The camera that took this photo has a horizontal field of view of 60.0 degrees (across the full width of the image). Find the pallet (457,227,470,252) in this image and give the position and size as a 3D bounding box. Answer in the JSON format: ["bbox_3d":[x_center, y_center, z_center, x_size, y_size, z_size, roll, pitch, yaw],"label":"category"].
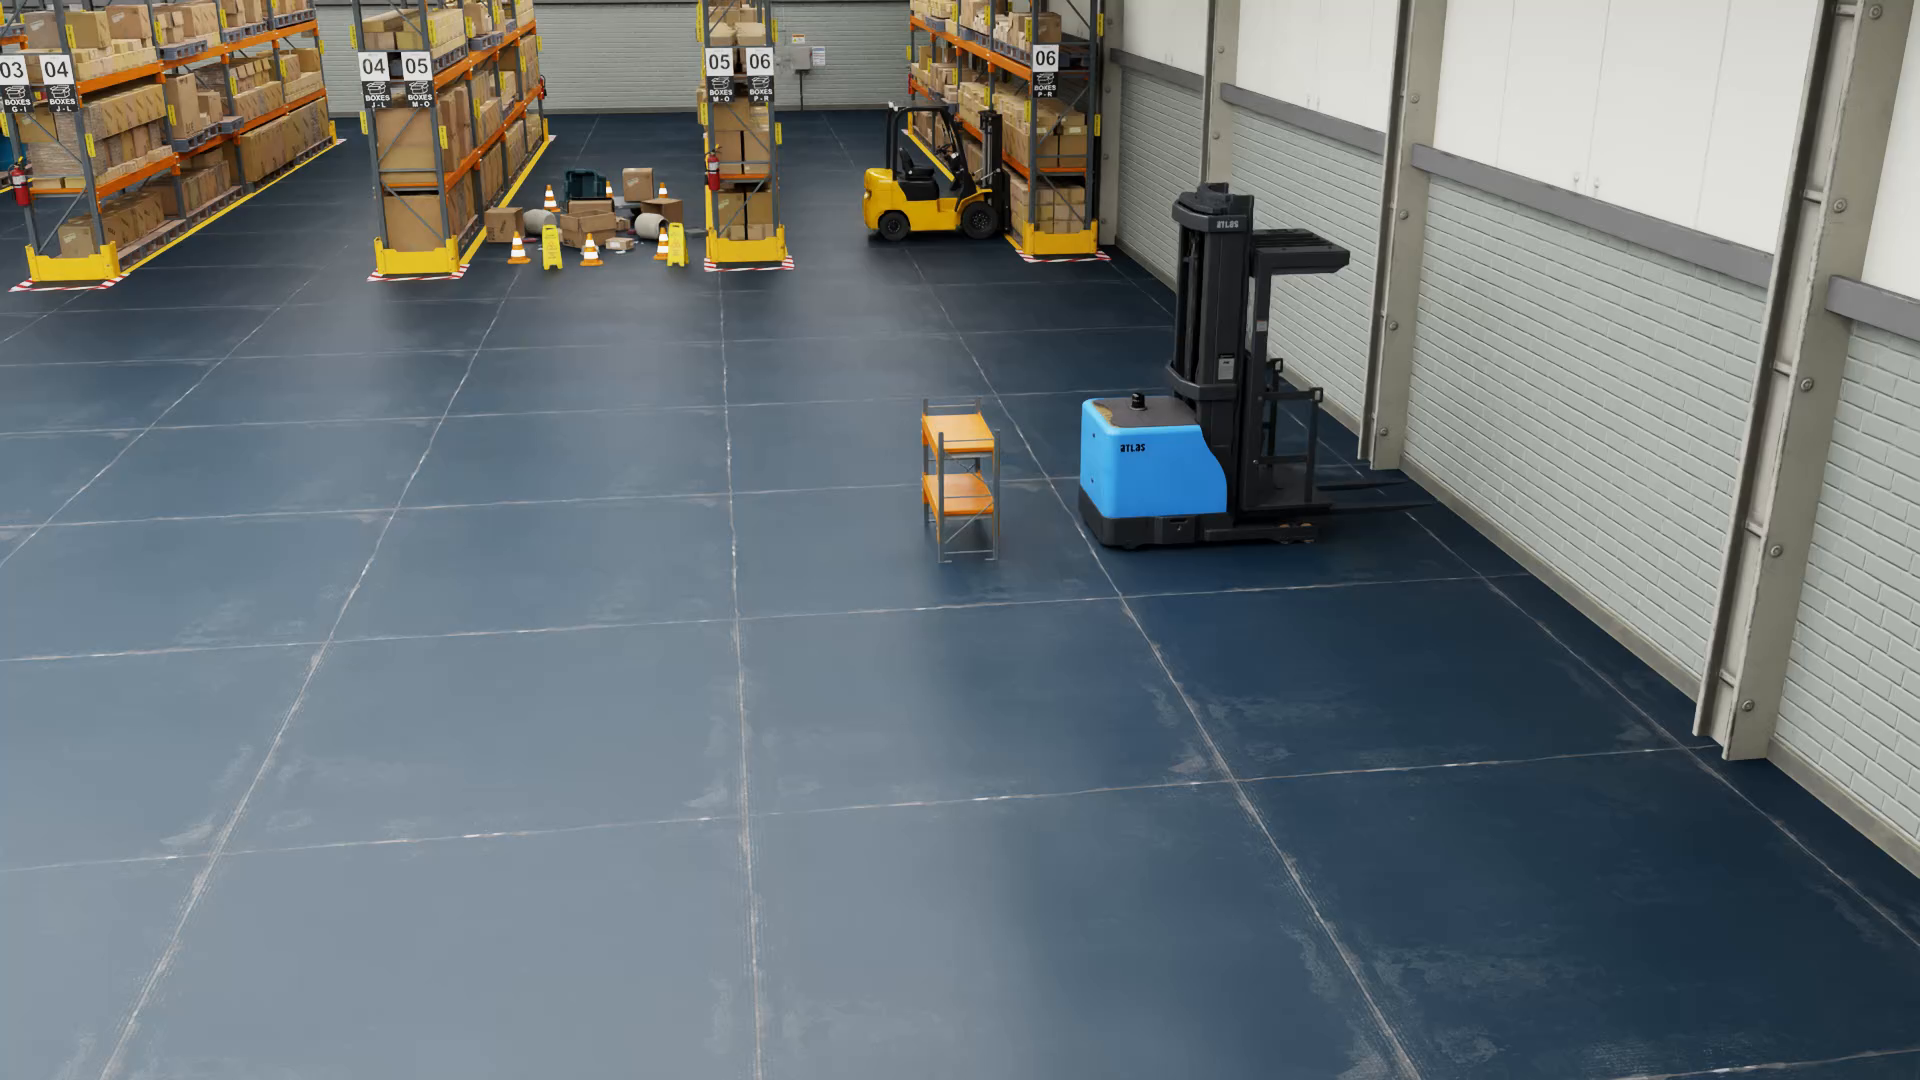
[{"bbox_3d":[-8.565,-4.880,27.054,1.003,0.211,1.213,-3,21,-8],"label":"pallet"}]

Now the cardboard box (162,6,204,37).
[{"bbox_3d":[-13.819,-9.231,29.574,0.500,0.500,0.500,-3,21,-7],"label":"cardboard box"}]

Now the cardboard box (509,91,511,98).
[{"bbox_3d":[-9.523,-9.239,34.499,0.380,0.149,0.250,-4,21,-10],"label":"cardboard box"}]

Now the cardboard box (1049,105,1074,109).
[{"bbox_3d":[1.678,-7.100,27.519,0.380,0.149,0.250,-3,21,-9],"label":"cardboard box"}]

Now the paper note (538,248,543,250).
[{"bbox_3d":[-6.740,-4.714,26.871,0.144,0.017,0.142,4,21,11],"label":"paper note"}]

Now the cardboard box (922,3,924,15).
[{"bbox_3d":[-0.600,-12.169,38.087,0.500,0.250,0.500,-2,21,-7],"label":"cardboard box"}]

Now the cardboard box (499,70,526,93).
[{"bbox_3d":[-9.752,-10.017,36.255,0.500,0.500,0.500,-3,21,-9],"label":"cardboard box"}]

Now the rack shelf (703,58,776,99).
[{"bbox_3d":[-3.604,-7.537,26.924,1.077,0.370,4.000,-3,21,-8],"label":"rack shelf"}]

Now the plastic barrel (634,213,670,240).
[{"bbox_3d":[-5.112,-5.208,27.630,0.512,0.421,0.421,12,24,30],"label":"plastic barrel"}]

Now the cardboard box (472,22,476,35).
[{"bbox_3d":[-8.836,-9.121,29.586,0.396,0.266,0.258,-3,21,-8],"label":"cardboard box"}]

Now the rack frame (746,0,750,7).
[{"bbox_3d":[-5.046,-12.742,35.544,1.000,3.000,0.127,-3,21,-8],"label":"rack frame"}]

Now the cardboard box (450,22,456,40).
[{"bbox_3d":[-8.309,-8.089,26.419,0.500,0.250,0.500,-3,21,-8],"label":"cardboard box"}]

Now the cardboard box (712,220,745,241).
[{"bbox_3d":[-3.702,-4.960,26.612,0.500,0.250,0.500,-3,21,-8],"label":"cardboard box"}]

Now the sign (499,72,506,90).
[{"bbox_3d":[-8.804,-8.833,31.999,0.100,0.325,0.005,-3,21,-8],"label":"sign"}]

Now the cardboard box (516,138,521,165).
[{"bbox_3d":[-9.430,-8.073,34.591,0.500,0.500,0.500,-3,21,-9],"label":"cardboard box"}]

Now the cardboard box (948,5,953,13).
[{"bbox_3d":[-0.049,-10.925,34.187,0.380,0.149,0.250,-3,21,-9],"label":"cardboard box"}]

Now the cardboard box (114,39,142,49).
[{"bbox_3d":[-13.296,-7.906,26.528,0.380,0.149,0.250,-4,21,-10],"label":"cardboard box"}]

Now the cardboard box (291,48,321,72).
[{"bbox_3d":[-15.099,-11.081,38.390,0.500,0.500,0.500,-3,21,-7],"label":"cardboard box"}]

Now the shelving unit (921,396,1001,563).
[{"bbox_3d":[-0.001,-0.529,14.100,0.538,1.125,1.048,-3,21,-8],"label":"shelving unit"}]

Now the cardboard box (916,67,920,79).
[{"bbox_3d":[-0.763,-11.116,39.556,0.500,0.250,0.500,-3,21,-9],"label":"cardboard box"}]

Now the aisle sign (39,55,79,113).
[{"bbox_3d":[-12.817,-6.488,23.659,0.394,0.787,0.004,-3,21,-8],"label":"aisle sign"}]

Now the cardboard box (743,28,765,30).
[{"bbox_3d":[-3.313,-8.192,26.868,0.380,0.149,0.250,-3,21,-7],"label":"cardboard box"}]

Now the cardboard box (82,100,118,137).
[{"bbox_3d":[-12.997,-6.309,24.898,0.500,0.500,0.500,-3,21,-8],"label":"cardboard box"}]

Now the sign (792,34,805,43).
[{"bbox_3d":[-4.443,-13.779,45.714,0.339,0.242,0.001,-3,21,-8],"label":"sign"}]

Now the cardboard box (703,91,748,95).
[{"bbox_3d":[-3.671,-6.772,26.139,0.700,0.500,0.500,-3,21,-7],"label":"cardboard box"}]

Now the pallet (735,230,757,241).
[{"bbox_3d":[-3.409,-4.780,26.785,1.003,0.211,1.213,-3,21,-8],"label":"pallet"}]

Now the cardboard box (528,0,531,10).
[{"bbox_3d":[-10.113,-12.277,38.087,0.500,0.250,0.500,-3,21,-9],"label":"cardboard box"}]

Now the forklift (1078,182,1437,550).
[{"bbox_3d":[2.615,-1.517,14.163,3.031,2.935,1.130,-3,21,-8],"label":"forklift"}]

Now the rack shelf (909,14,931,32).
[{"bbox_3d":[-0.423,-11.944,38.722,1.077,0.370,4.000,-3,21,-8],"label":"rack shelf"}]

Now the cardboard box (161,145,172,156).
[{"bbox_3d":[-13.377,-6.484,27.723,0.380,0.149,0.250,-3,21,-8],"label":"cardboard box"}]

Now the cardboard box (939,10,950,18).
[{"bbox_3d":[-0.238,-11.060,34.943,0.380,0.149,0.250,-2,21,-7],"label":"cardboard box"}]

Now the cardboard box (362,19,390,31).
[{"bbox_3d":[-8.619,-7.582,24.494,0.380,0.149,0.250,-3,21,-7],"label":"cardboard box"}]

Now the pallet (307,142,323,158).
[{"bbox_3d":[-15.064,-8.816,37.592,1.003,0.211,1.213,-3,21,-8],"label":"pallet"}]

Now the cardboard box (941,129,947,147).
[{"bbox_3d":[-0.133,-8.673,36.197,0.500,0.500,0.500,-4,21,-9],"label":"cardboard box"}]

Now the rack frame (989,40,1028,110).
[{"bbox_3d":[1.019,-7.413,29.851,1.000,3.000,0.127,-3,21,-8],"label":"rack frame"}]

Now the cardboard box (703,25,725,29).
[{"bbox_3d":[-4.063,-8.424,27.491,0.380,0.149,0.250,-3,21,-8],"label":"cardboard box"}]

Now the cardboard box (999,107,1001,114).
[{"bbox_3d":[0.870,-7.373,28.673,0.380,0.149,0.250,-2,21,-7],"label":"cardboard box"}]

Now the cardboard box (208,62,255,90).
[{"bbox_3d":[-14.560,-9.275,33.259,0.797,0.503,0.637,-2,21,-6],"label":"cardboard box"}]

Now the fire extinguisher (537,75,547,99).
[{"bbox_3d":[-10.086,-10.931,39.914,0.296,0.674,0.183,-3,21,-8],"label":"fire extinguisher"}]

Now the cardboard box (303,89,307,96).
[{"bbox_3d":[-14.792,-9.973,37.063,0.380,0.149,0.250,-4,21,-9],"label":"cardboard box"}]

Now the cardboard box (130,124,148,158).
[{"bbox_3d":[-13.486,-6.346,26.426,0.875,0.500,0.500,-3,21,-8],"label":"cardboard box"}]

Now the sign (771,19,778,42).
[{"bbox_3d":[-2.779,-7.619,24.865,0.100,0.325,0.005,-3,21,-8],"label":"sign"}]

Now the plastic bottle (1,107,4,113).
[{"bbox_3d":[-19.188,-8.582,33.265,0.097,0.201,0.097,0,20,0],"label":"plastic bottle"}]

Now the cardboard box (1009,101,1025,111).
[{"bbox_3d":[1.035,-7.336,28.149,0.380,0.149,0.250,-3,21,-8],"label":"cardboard box"}]

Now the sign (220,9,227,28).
[{"bbox_3d":[-13.739,-9.721,31.003,0.100,0.325,0.005,-3,21,-8],"label":"sign"}]

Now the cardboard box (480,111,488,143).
[{"bbox_3d":[-8.659,-7.294,29.389,0.500,0.500,0.500,-3,21,-7],"label":"cardboard box"}]

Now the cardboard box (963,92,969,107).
[{"bbox_3d":[0.335,-8.623,32.589,0.500,0.250,0.500,-2,21,-6],"label":"cardboard box"}]

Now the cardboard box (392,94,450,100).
[{"bbox_3d":[-8.537,-6.762,26.350,0.875,0.550,0.500,-3,21,-8],"label":"cardboard box"}]

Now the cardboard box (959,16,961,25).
[{"bbox_3d":[0.192,-10.201,32.620,0.380,0.166,0.250,-3,21,-8],"label":"cardboard box"}]

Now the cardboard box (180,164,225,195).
[{"bbox_3d":[-14.067,-6.659,30.777,0.700,0.500,0.500,-5,21,-12],"label":"cardboard box"}]

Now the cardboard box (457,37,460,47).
[{"bbox_3d":[-8.296,-8.033,26.839,0.380,0.149,0.250,-3,21,-8],"label":"cardboard box"}]

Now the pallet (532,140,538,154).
[{"bbox_3d":[-10.241,-8.994,38.070,1.003,0.211,1.213,-3,21,-8],"label":"pallet"}]

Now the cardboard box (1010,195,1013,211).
[{"bbox_3d":[1.059,-5.676,27.814,0.500,0.250,0.500,-3,21,-9],"label":"cardboard box"}]
